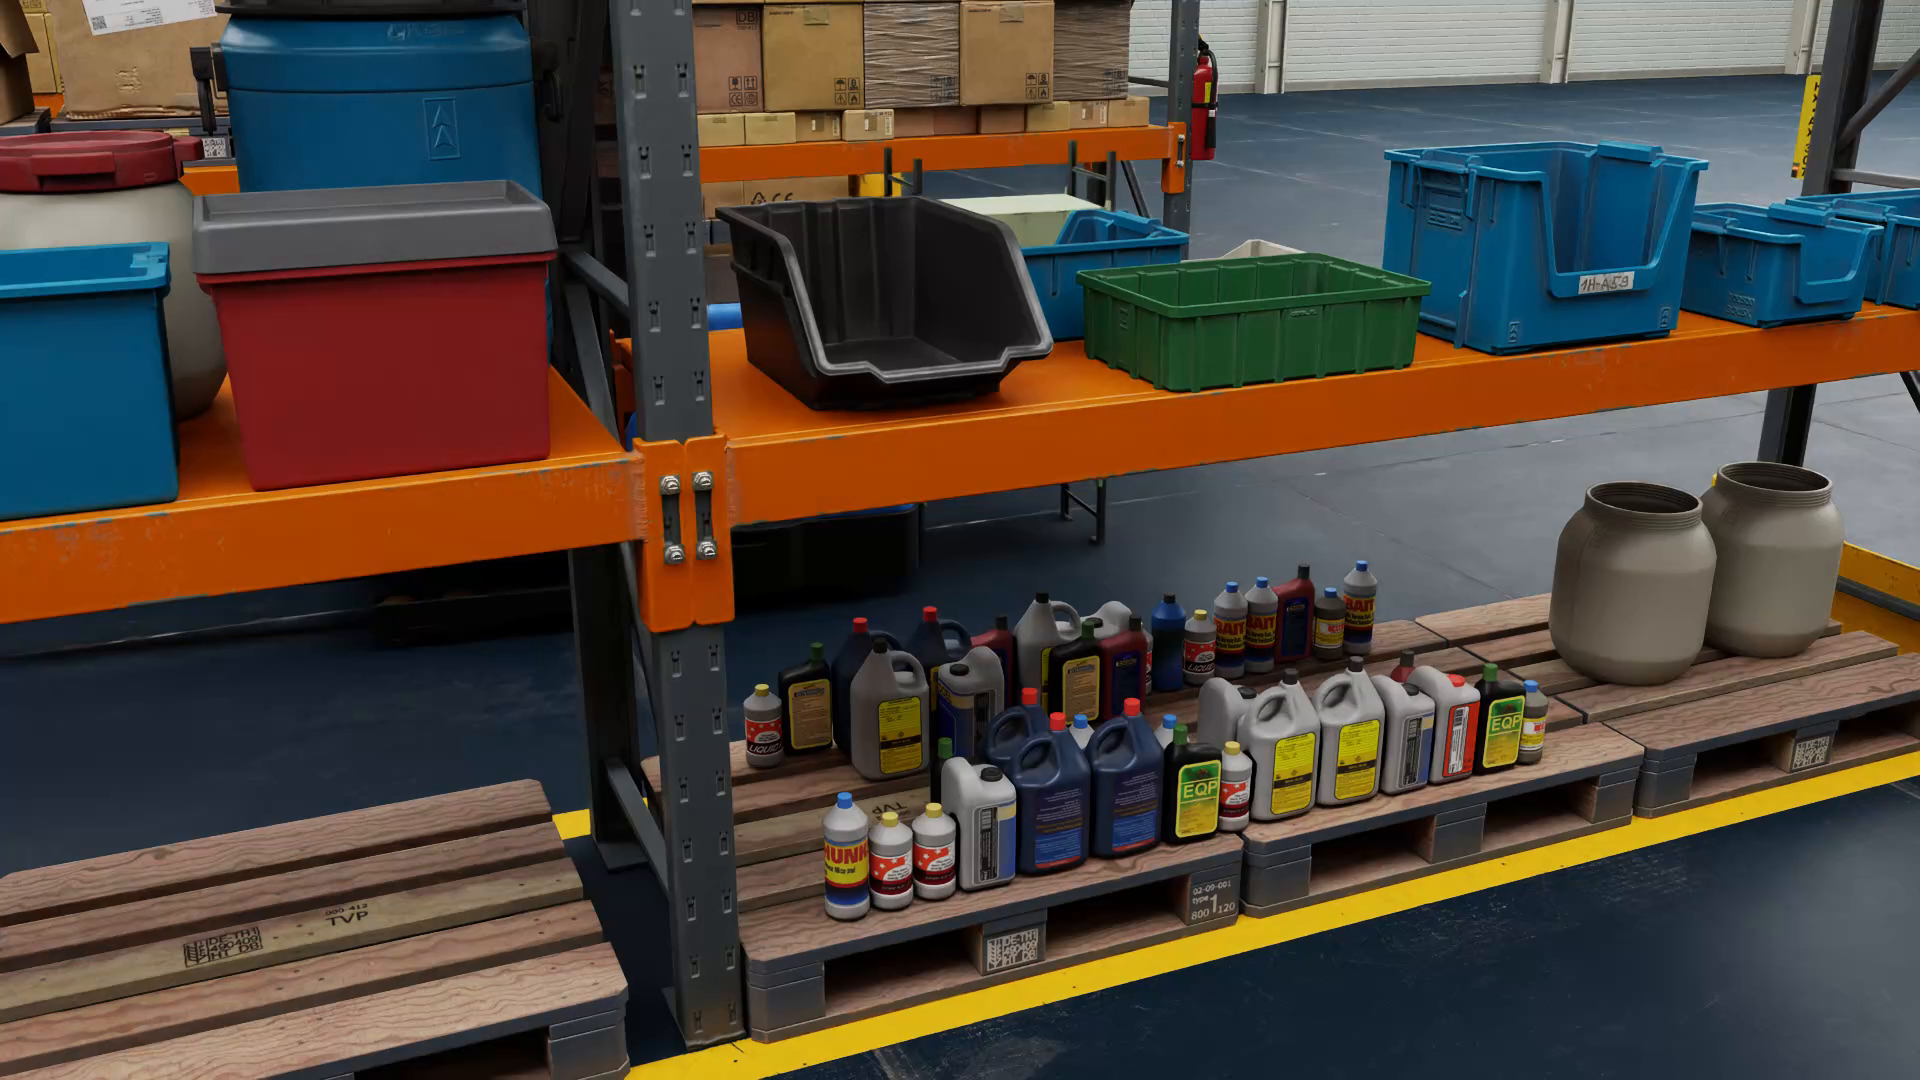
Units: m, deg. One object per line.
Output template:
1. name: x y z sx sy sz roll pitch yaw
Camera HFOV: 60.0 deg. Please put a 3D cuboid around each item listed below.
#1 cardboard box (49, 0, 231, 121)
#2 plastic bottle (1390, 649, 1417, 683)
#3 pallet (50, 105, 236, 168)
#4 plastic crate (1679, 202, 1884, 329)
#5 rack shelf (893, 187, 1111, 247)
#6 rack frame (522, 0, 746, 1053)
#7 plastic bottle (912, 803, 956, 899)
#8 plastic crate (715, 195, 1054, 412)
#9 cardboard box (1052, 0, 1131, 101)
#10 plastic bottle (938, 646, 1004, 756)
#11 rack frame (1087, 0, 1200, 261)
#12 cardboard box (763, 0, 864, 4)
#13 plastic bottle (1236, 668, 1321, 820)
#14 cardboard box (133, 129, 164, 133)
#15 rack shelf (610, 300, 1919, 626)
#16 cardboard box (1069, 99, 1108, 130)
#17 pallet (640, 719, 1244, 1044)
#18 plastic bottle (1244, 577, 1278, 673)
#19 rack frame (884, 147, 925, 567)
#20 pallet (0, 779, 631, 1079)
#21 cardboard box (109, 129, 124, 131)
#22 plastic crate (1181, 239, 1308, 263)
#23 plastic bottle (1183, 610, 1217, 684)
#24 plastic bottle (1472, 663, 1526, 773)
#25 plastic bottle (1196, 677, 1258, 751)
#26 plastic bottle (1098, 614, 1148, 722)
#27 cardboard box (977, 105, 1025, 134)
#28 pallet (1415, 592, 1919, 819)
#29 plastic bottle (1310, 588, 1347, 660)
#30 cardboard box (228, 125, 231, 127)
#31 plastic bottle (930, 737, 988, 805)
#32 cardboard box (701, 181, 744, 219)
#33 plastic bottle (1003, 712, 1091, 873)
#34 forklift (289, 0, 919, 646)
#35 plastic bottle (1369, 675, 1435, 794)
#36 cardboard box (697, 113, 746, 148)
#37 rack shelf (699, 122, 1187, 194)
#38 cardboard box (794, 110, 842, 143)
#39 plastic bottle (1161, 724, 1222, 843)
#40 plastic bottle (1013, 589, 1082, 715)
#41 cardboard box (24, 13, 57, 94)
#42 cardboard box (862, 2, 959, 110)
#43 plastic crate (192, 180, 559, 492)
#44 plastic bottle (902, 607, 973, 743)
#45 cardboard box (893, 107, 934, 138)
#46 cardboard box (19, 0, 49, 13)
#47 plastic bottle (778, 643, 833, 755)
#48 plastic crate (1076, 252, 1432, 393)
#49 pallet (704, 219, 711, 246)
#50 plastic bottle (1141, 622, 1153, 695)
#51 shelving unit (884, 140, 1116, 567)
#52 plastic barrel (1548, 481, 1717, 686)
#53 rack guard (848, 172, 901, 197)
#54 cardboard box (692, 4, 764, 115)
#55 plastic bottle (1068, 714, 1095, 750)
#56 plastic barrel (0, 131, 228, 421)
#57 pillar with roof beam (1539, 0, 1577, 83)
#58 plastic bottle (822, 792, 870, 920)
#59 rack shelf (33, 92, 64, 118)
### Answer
1. cardboard box: -3.457 -2.433 7.381 1.000 1.000 1.000 -8 21 -22
2. plastic bottle: 1.165 0.411 4.264 0.133 0.283 0.061 -8 21 -22
3. pallet: -3.431 -1.867 7.598 1.213 0.211 1.003 -8 21 -22
4. plastic crate: 2.023 -0.719 4.271 0.408 0.251 0.499 -8 21 -22
5. rack shelf: 0.141 -1.079 6.154 0.720 0.370 0.431 -6 20 -18
6. rack frame: -0.710 -0.504 3.436 0.127 3.000 1.000 -8 21 -22
7. plastic bottle: -0.057 0.674 3.643 0.097 0.201 0.097 0 19 0
8. plastic crate: -0.179 -0.505 3.532 0.504 0.338 0.767 -8 21 -22
9. cardboard box: 0.485 -2.664 8.973 0.500 0.500 0.875 -8 21 -22
10. plastic bottle: 0.025 0.417 4.258 0.135 0.276 0.152 -8 21 -22
11. rack frame: 1.001 -2.540 9.220 0.127 3.000 1.000 -8 21 -22
12. cardboard box: -0.785 -2.856 8.013 0.500 0.500 0.500 -8 21 -22
13. plastic bottle: 0.759 0.478 3.975 0.185 0.351 0.144 -8 21 -22
14. cardboard box: -5.965 -2.442 11.696 0.750 0.750 1.050 -8 21 -22
15. rack shelf: 1.127 -0.428 4.303 4.000 0.370 1.077 -8 21 -22
16. cardboard box: 0.591 -2.289 8.884 0.250 0.149 0.380 -8 21 -22
17. pallet: -0.077 0.736 4.114 1.213 0.211 1.003 -8 21 -22
18. plastic bottle: 0.860 0.238 4.775 0.097 0.271 0.097 0 19 0
19. rack frame: -0.205 -0.672 6.171 0.023 1.500 0.400 -6 20 -18
20. pallet: -1.416 0.927 3.572 1.213 0.211 1.003 -8 21 -22
21. cardboard box: -8.374 -3.737 15.945 0.625 0.372 0.950 -7 21 -20
22. plastic crate: 0.681 -0.670 4.306 0.437 0.136 0.530 -8 21 -22
23. plastic bottle: 0.677 0.297 4.712 0.097 0.201 0.097 0 19 0
24. plastic bottle: 1.350 0.440 4.183 0.133 0.283 0.061 -8 21 -21
25. plastic bottle: 0.678 0.471 4.106 0.135 0.276 0.152 -8 21 -22
26. plastic bottle: 0.434 0.342 4.462 0.133 0.283 0.061 -8 21 -22
27. cardboard box: 0.147 -2.212 8.666 0.250 0.149 0.380 -8 21 -22
28. pallet: 2.164 0.415 5.026 1.213 0.211 1.003 -8 21 -22
29. plastic bottle: 1.080 0.240 4.876 0.097 0.201 0.097 0 19 0
30. cardboard box: -7.078 -3.925 16.477 0.625 0.372 0.950 -8 21 -21
31. plastic bottle: 0.000 0.578 3.790 0.133 0.283 0.061 -8 21 -22
32. cardboard box: -2.274 -3.036 13.196 0.875 0.875 0.875 -9 21 -23
33. plastic bottle: 0.196 0.559 3.745 0.185 0.351 0.144 -8 21 -20
34. forklift: -1.723 -1.226 5.589 3.031 2.935 1.130 -5 20 -14
35. plastic bottle: 1.081 0.466 4.122 0.135 0.276 0.152 -9 21 -23
36. cardboard box: -1.217 -2.004 8.076 0.250 0.149 0.380 -8 21 -22
37. rack shelf: -0.835 -1.938 8.593 4.000 0.370 1.077 -8 21 -22
38. cardboard box: -0.772 -2.080 8.292 0.250 0.149 0.380 -8 21 -22
39. plastic bottle: 0.537 0.557 3.853 0.133 0.283 0.061 -7 21 -20
40. plastic bottle: 0.240 0.298 4.486 0.185 0.351 0.144 -8 21 -22
41. cardboard box: -6.310 -3.236 11.047 0.500 0.500 0.500 -8 21 -22
42. cardboard box: -0.403 -2.509 8.533 0.500 0.500 0.875 -8 21 -22
43. plastic crate: -1.033 -0.377 2.980 0.583 0.464 0.402 -8 21 -22
44. plastic bottle: -0.057 0.340 4.365 0.185 0.351 0.144 -9 21 -25
45. cardboard box: -0.320 -2.152 8.496 0.250 0.149 0.380 -8 21 -22
46. cardboard box: -6.397 -3.791 11.116 0.500 0.500 0.700 -8 21 -22
47. plastic bottle: -0.399 0.406 4.280 0.133 0.283 0.061 -7 21 -19
48. plastic crate: 0.648 -0.496 3.734 0.662 0.188 0.450 -8 21 -22
49. pallet: -2.692 -2.463 13.198 1.213 0.211 1.003 -8 21 -22
50. plastic bottle: 0.488 0.324 4.636 0.097 0.201 0.097 0 19 0
51. shelving unit: 0.141 -0.711 6.283 0.755 1.500 0.431 -6 20 -18
52. plastic barrel: 1.929 0.121 4.775 0.421 0.512 0.421 0 19 0
53. rack guard: -0.849 -2.890 13.978 0.348 0.500 1.175 -8 21 -22
54. cardboard box: -1.342 -2.393 8.205 0.500 0.500 0.875 -8 21 -22
55. plastic bottle: 0.281 0.540 3.917 0.097 0.271 0.097 0 19 0
56. plastic barrel: -1.675 -0.509 3.246 0.433 0.535 0.433 0 19 0
57. pillar with roof beam: 12.343 -11.144 24.622 0.400 9.000 9.100 -8 21 -22
58. plastic bottle: -0.244 0.667 3.556 0.097 0.271 0.097 0 19 0
59. rack shelf: -6.380 -2.938 11.432 4.000 0.370 1.077 -8 21 -22
